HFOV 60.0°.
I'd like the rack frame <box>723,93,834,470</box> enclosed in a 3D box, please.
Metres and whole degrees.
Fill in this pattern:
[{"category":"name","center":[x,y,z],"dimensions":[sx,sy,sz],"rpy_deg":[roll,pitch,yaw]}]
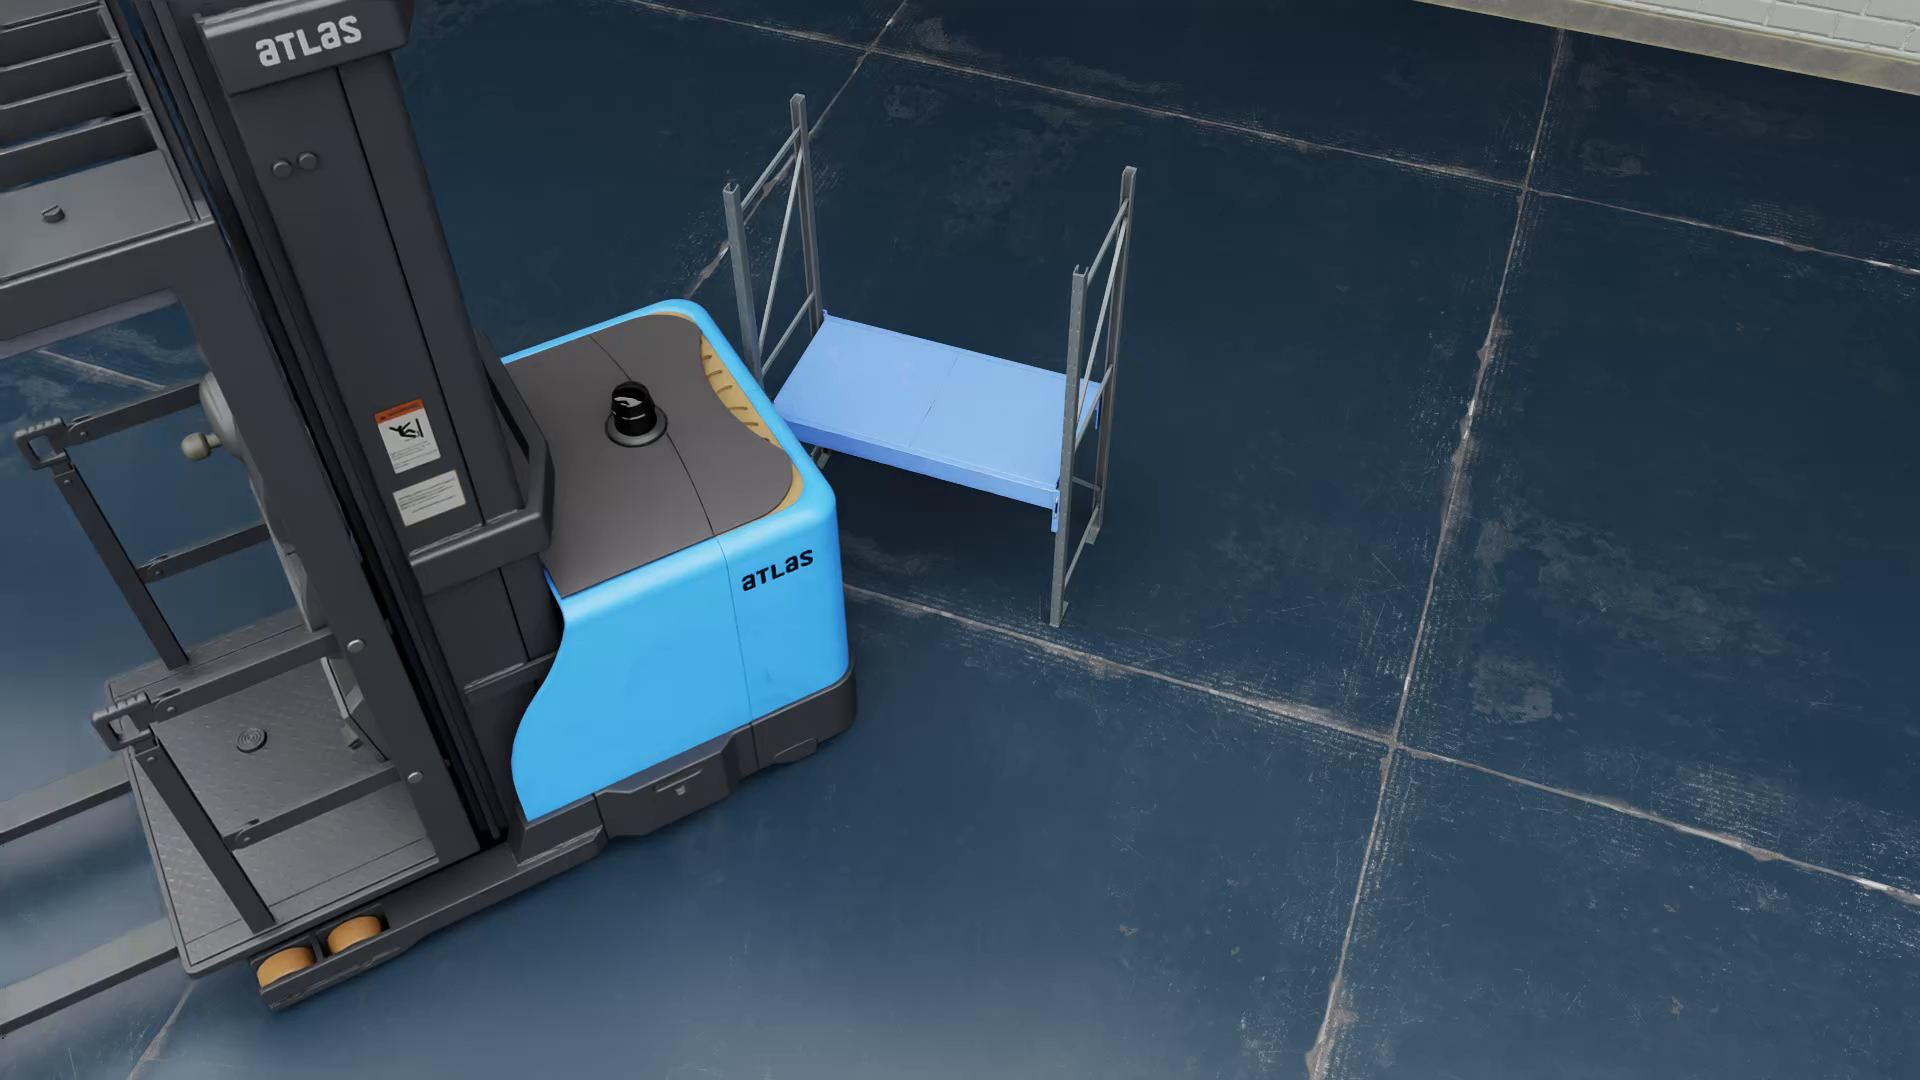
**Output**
[{"category":"rack frame","center":[-0.557,-0.647,5.318],"dimensions":[0.032,1.500,0.500],"rpy_deg":[16,51,13]}]

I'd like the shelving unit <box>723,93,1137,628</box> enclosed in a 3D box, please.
[{"category":"shelving unit","center":[-0.080,-0.514,5.203],"dimensions":[1.048,1.500,0.538],"rpy_deg":[16,51,13]}]

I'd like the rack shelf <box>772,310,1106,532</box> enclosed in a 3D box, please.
[{"category":"rack shelf","center":[-0.080,-0.396,5.339],"dimensions":[1.000,0.185,0.538],"rpy_deg":[16,51,13]}]

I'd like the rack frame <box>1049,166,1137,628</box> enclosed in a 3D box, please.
[{"category":"rack frame","center":[0.397,-0.380,5.087],"dimensions":[0.032,1.500,0.500],"rpy_deg":[16,51,13]}]

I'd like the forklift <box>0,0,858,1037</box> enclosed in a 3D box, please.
[{"category":"forklift","center":[-1.857,-0.132,3.925],"dimensions":[3.031,2.935,1.130],"rpy_deg":[-23,53,-19]}]
